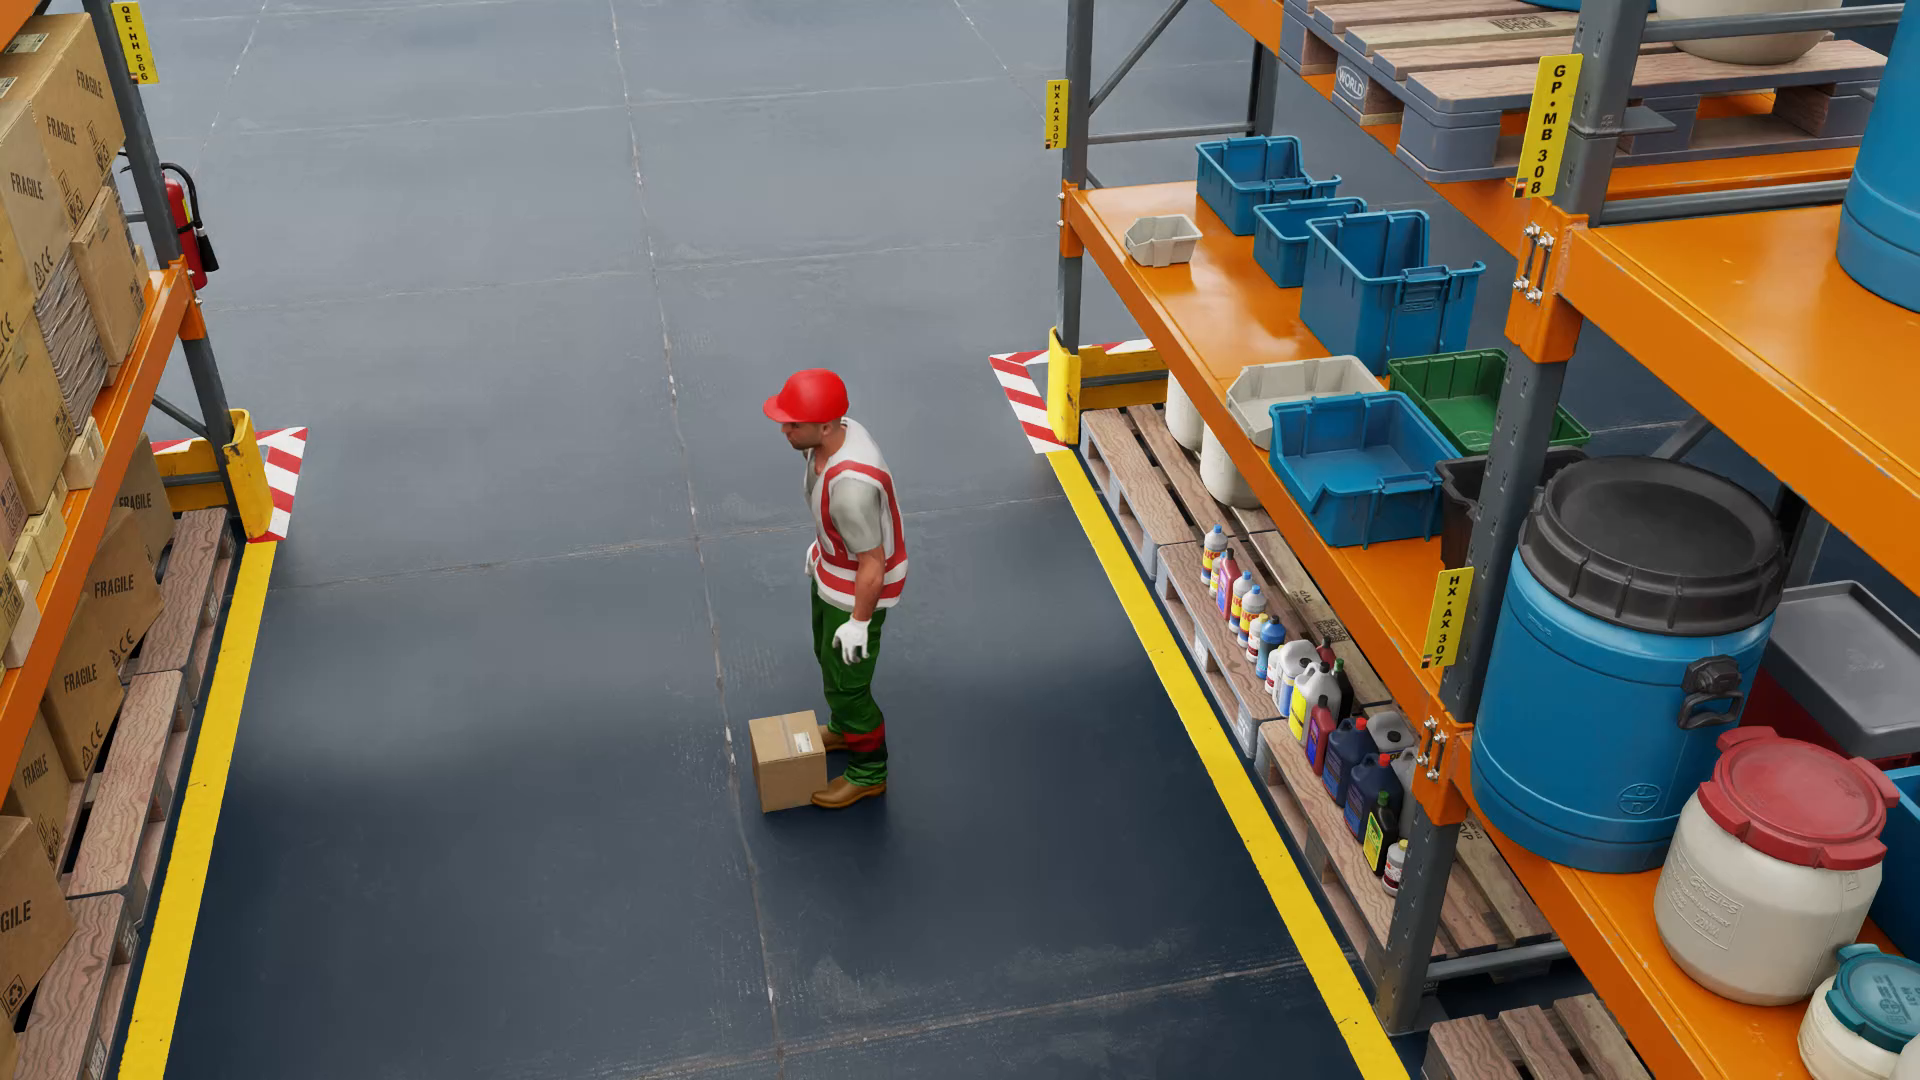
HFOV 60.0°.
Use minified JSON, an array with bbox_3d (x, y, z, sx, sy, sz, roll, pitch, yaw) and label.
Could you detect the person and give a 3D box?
[{"bbox_3d":[-0.426,0.167,5.883,0.454,1.777,0.606,-9,35,-13],"label":"person"}]
